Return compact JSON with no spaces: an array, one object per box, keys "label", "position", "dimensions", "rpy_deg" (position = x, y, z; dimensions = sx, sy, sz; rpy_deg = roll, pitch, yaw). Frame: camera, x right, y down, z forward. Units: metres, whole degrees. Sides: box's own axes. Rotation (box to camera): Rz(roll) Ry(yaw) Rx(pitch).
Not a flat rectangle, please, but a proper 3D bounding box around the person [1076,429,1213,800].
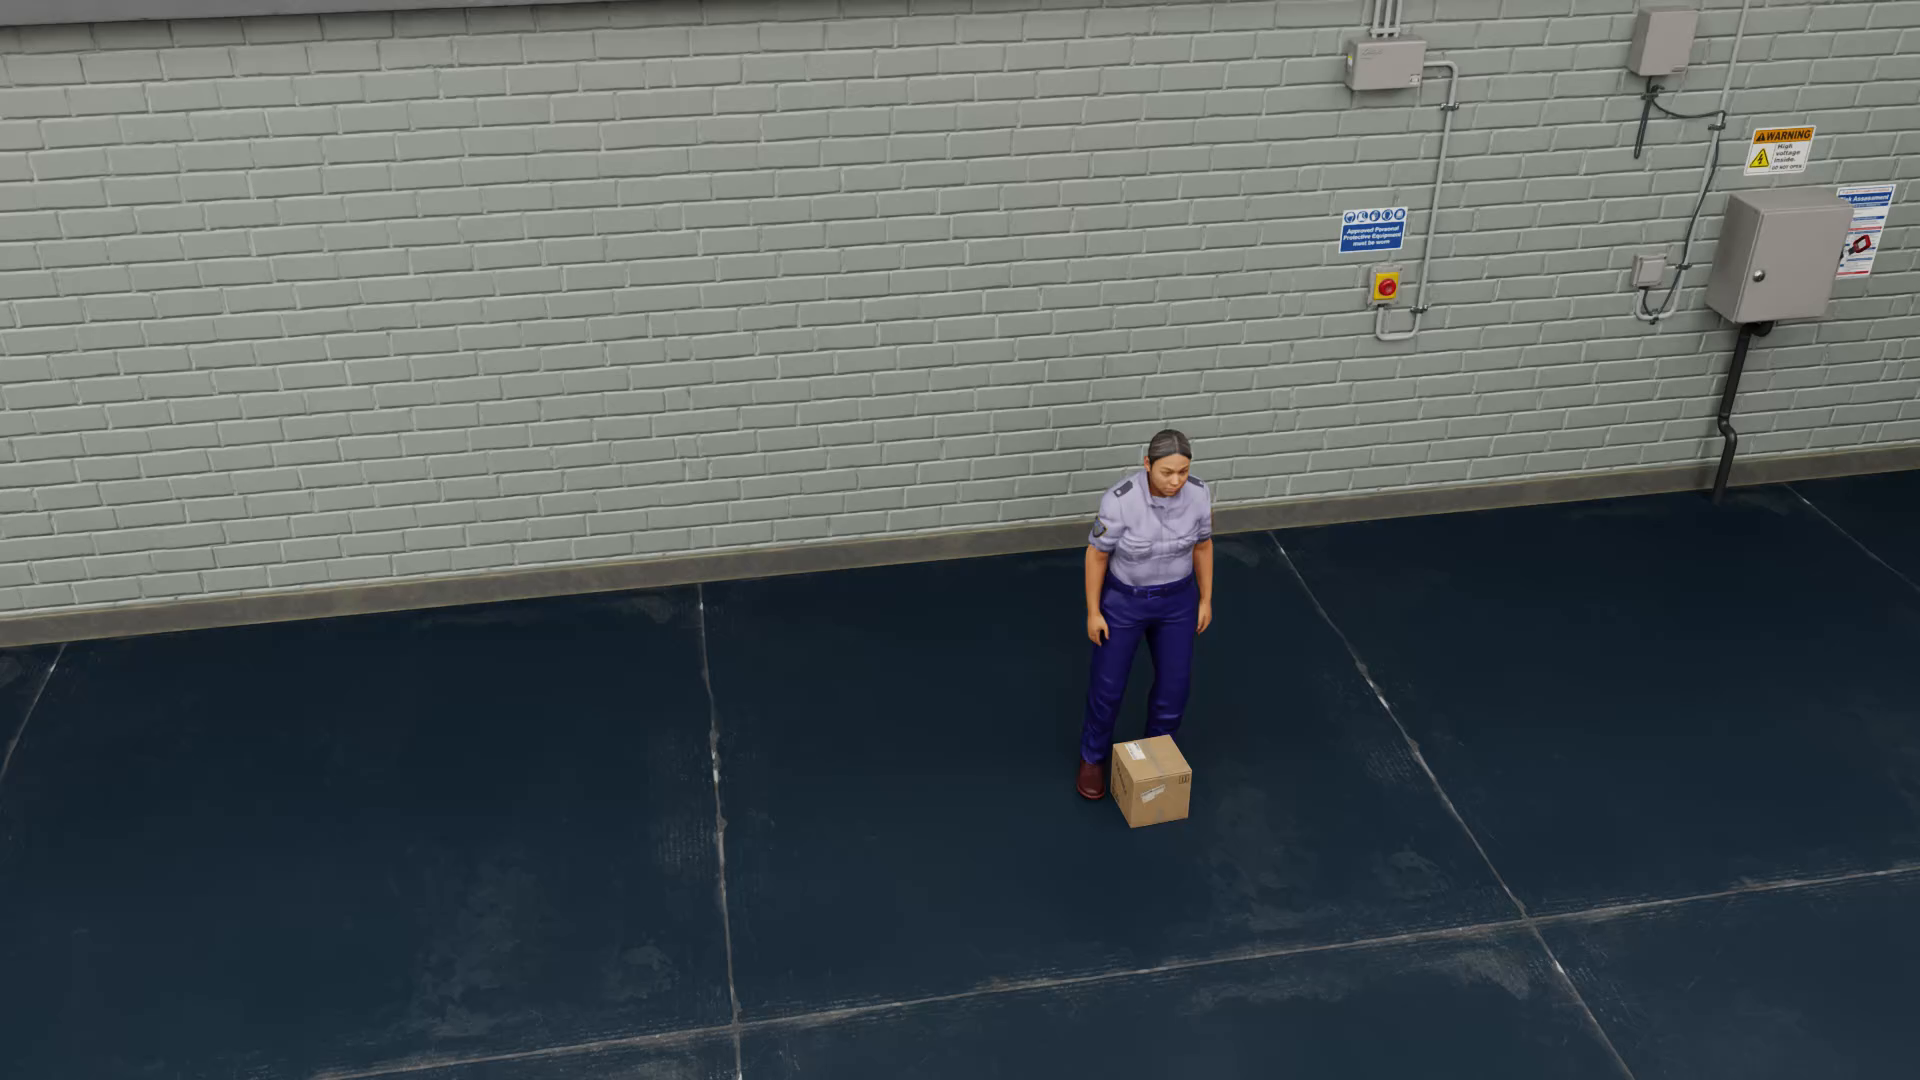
[{"label":"person","position":[0.749,0.283,6.666],"dimensions":[0.555,1.652,0.416],"rpy_deg":[-6,31,-10]}]
